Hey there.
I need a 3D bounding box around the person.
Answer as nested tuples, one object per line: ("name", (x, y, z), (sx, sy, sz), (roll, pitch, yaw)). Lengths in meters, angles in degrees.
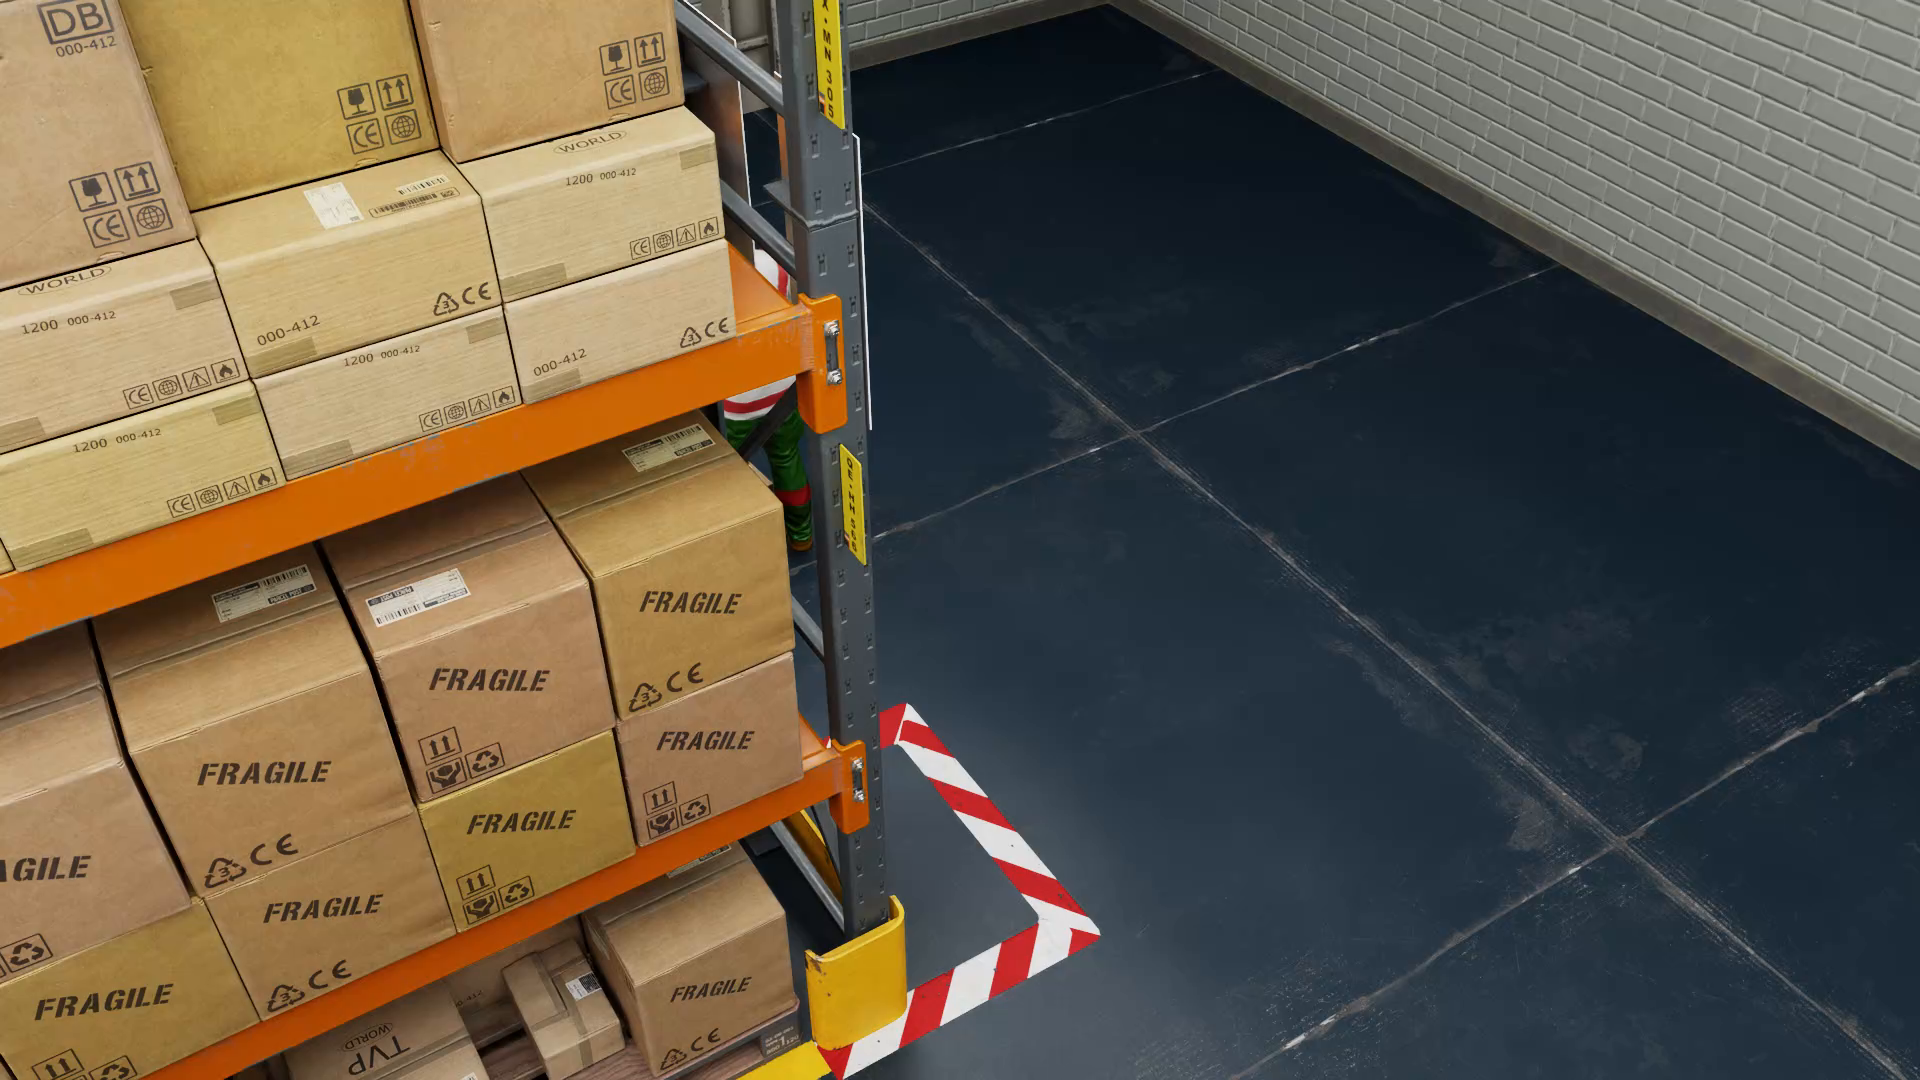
("person", (-0.881, -0.631, 6.887), (0.606, 1.778, 0.453), (-22, 45, -24))
